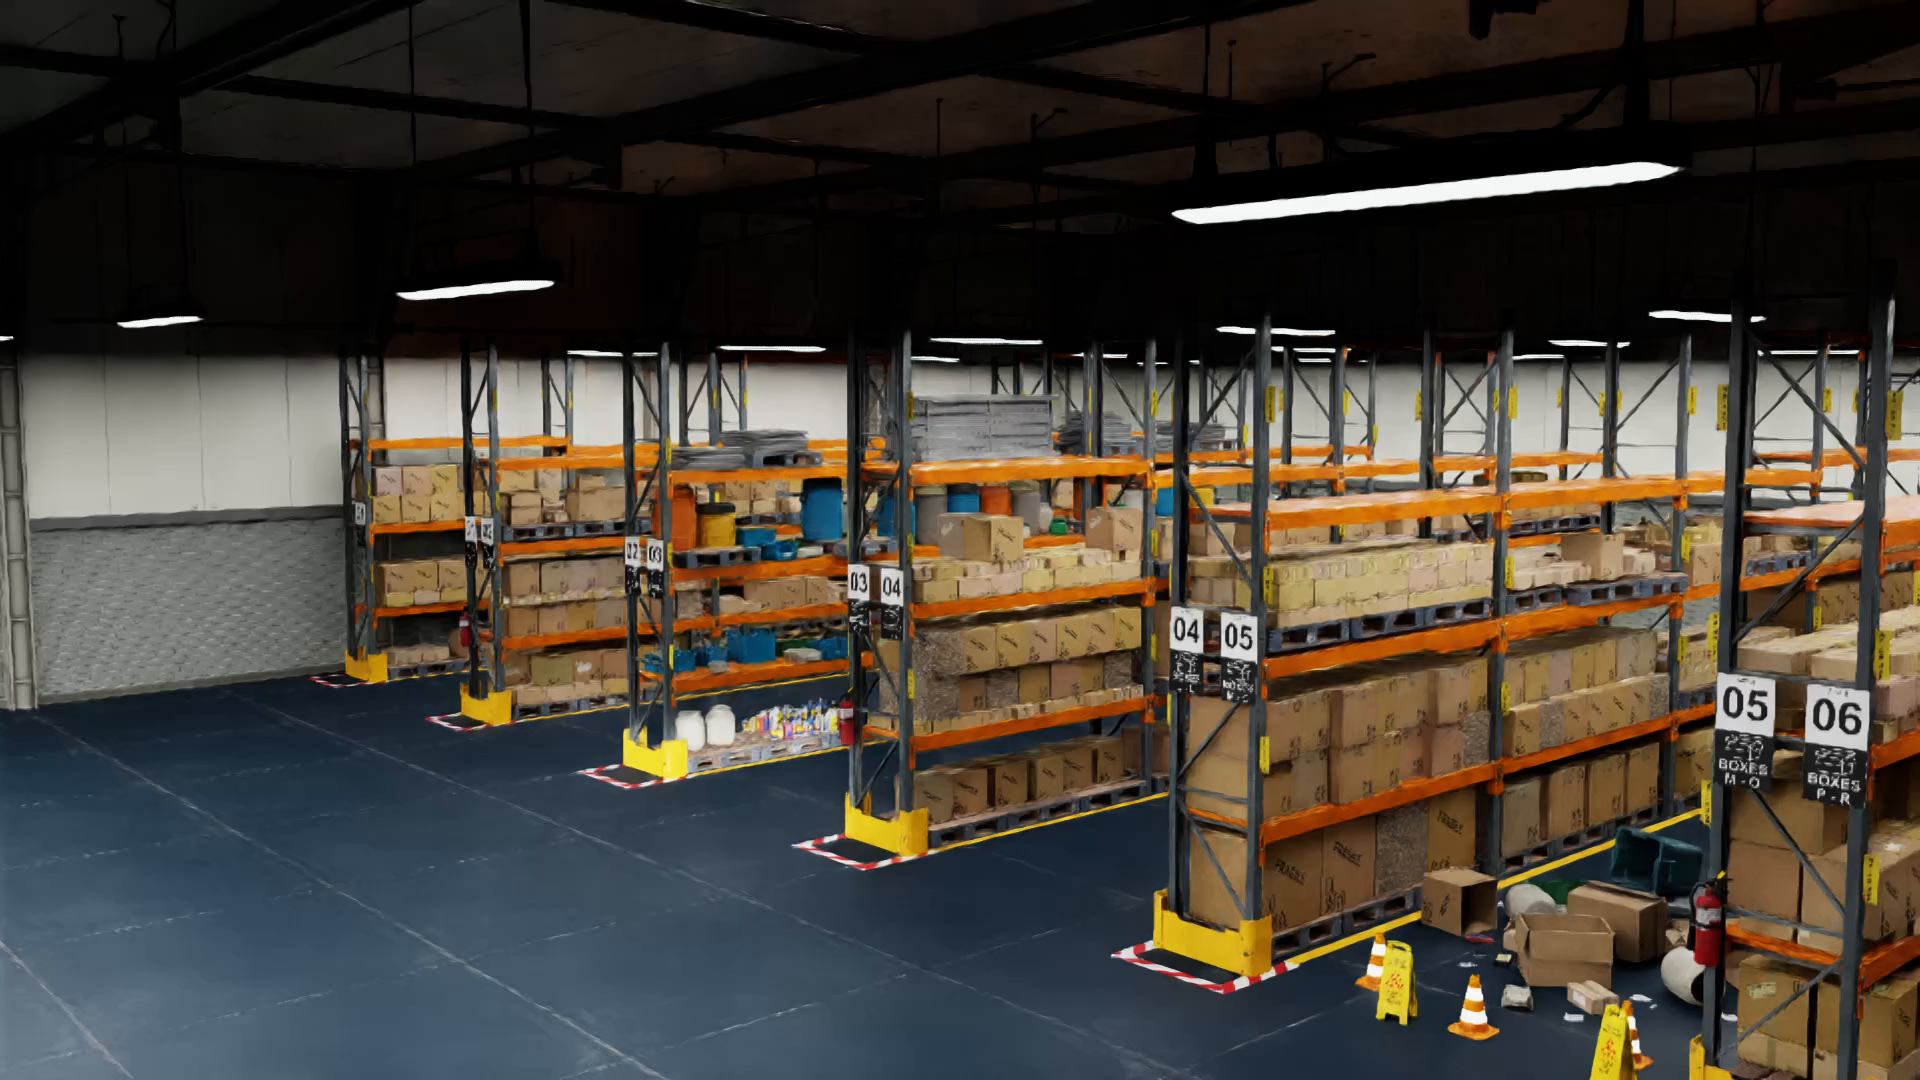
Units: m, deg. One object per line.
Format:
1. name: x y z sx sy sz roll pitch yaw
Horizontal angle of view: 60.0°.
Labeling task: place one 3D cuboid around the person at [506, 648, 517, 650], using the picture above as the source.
1. person: -7.999 1.625 29.473 0.463 1.772 0.649 2 5 20
